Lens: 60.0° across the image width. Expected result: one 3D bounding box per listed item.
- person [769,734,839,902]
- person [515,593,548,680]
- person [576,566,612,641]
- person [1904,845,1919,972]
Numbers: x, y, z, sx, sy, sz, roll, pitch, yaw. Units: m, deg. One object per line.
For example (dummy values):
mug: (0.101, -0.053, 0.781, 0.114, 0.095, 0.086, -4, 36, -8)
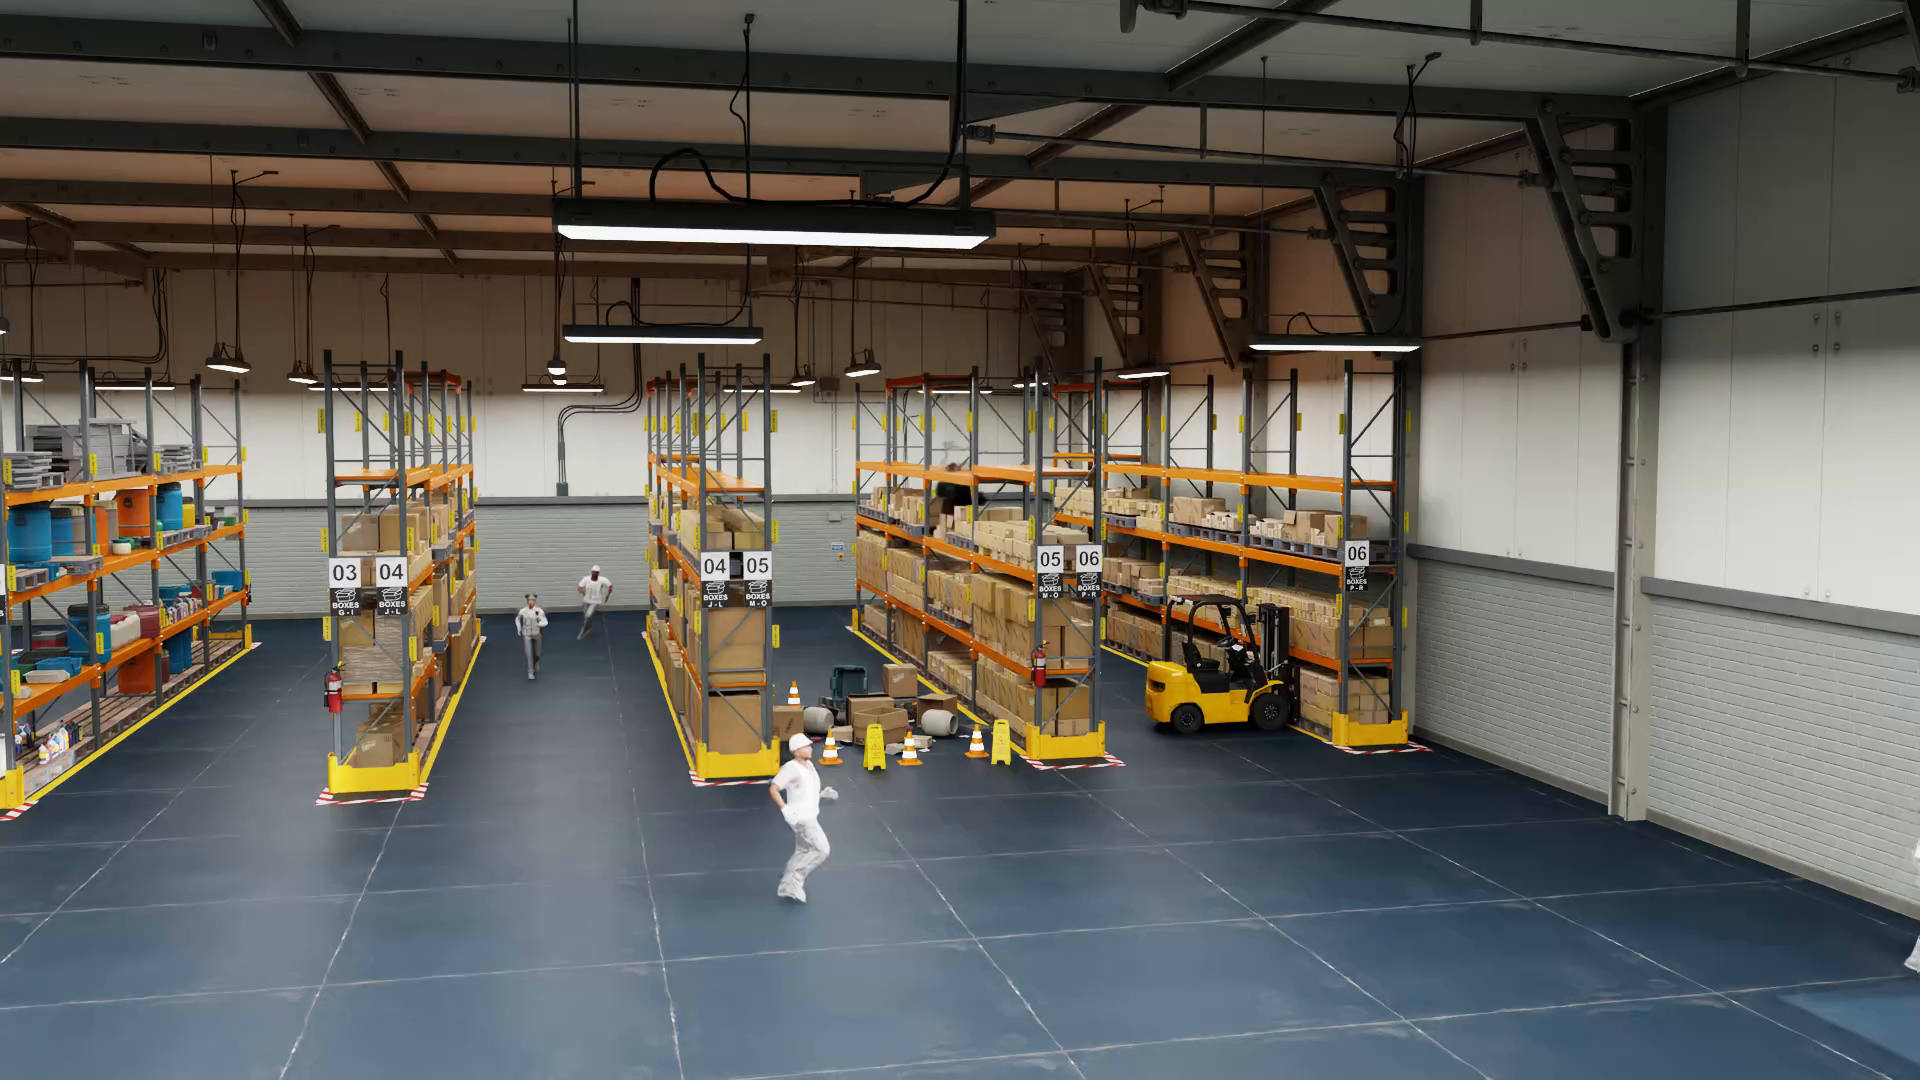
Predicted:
person: (-1.601, 2.898, 17.387, 0.657, 1.744, 0.662, 1, 4, 9)
person: (-8.443, 1.876, 32.768, 0.624, 1.670, 0.865, -1, 4, -16)
person: (-8.577, 1.461, 38.853, 0.797, 1.750, 0.832, 1, 4, 11)
person: (8.822, 3.146, 14.818, 0.627, 1.756, 0.586, 3, 5, 40)
